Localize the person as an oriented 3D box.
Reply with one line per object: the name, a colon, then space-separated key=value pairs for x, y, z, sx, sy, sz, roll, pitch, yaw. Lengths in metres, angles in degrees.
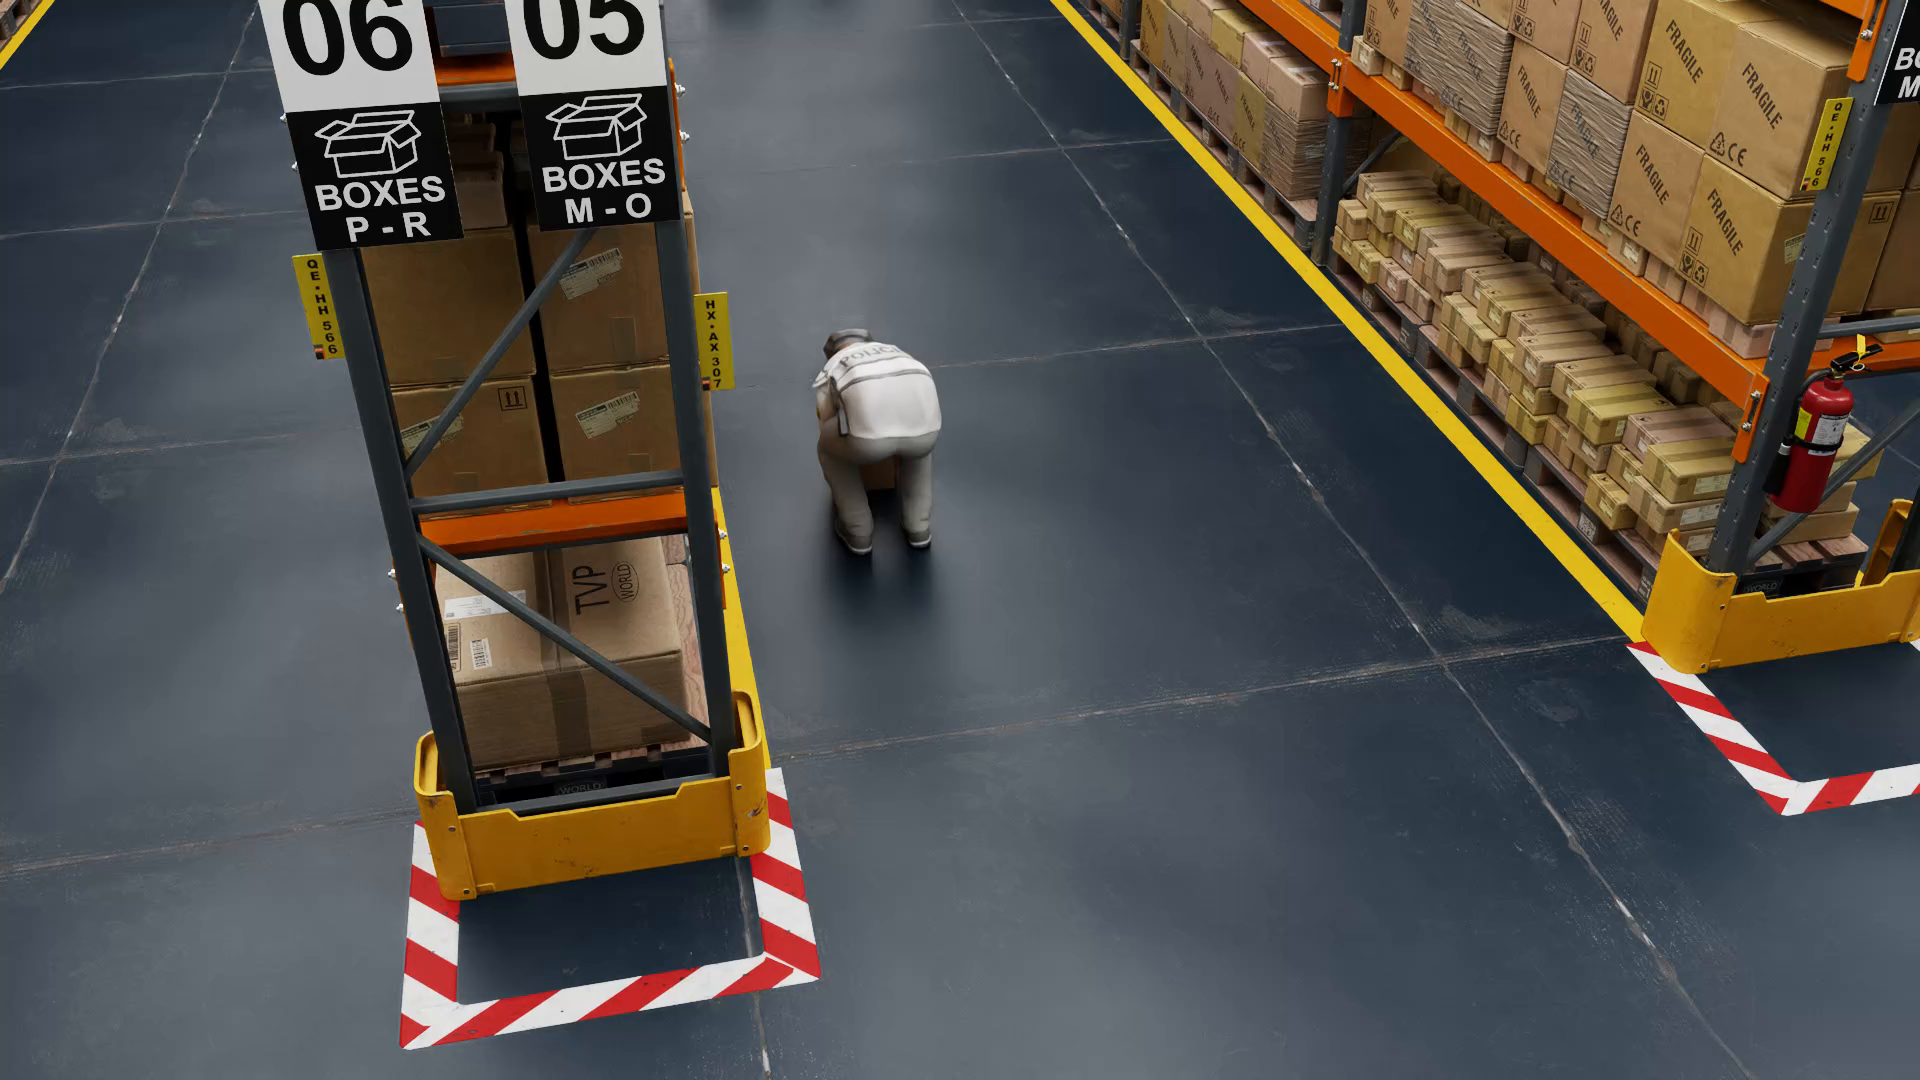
person: x=-0.395 y=-0.498 z=7.612 sx=0.544 sy=0.929 sz=1.024 roll=-9 pitch=35 yaw=-13
